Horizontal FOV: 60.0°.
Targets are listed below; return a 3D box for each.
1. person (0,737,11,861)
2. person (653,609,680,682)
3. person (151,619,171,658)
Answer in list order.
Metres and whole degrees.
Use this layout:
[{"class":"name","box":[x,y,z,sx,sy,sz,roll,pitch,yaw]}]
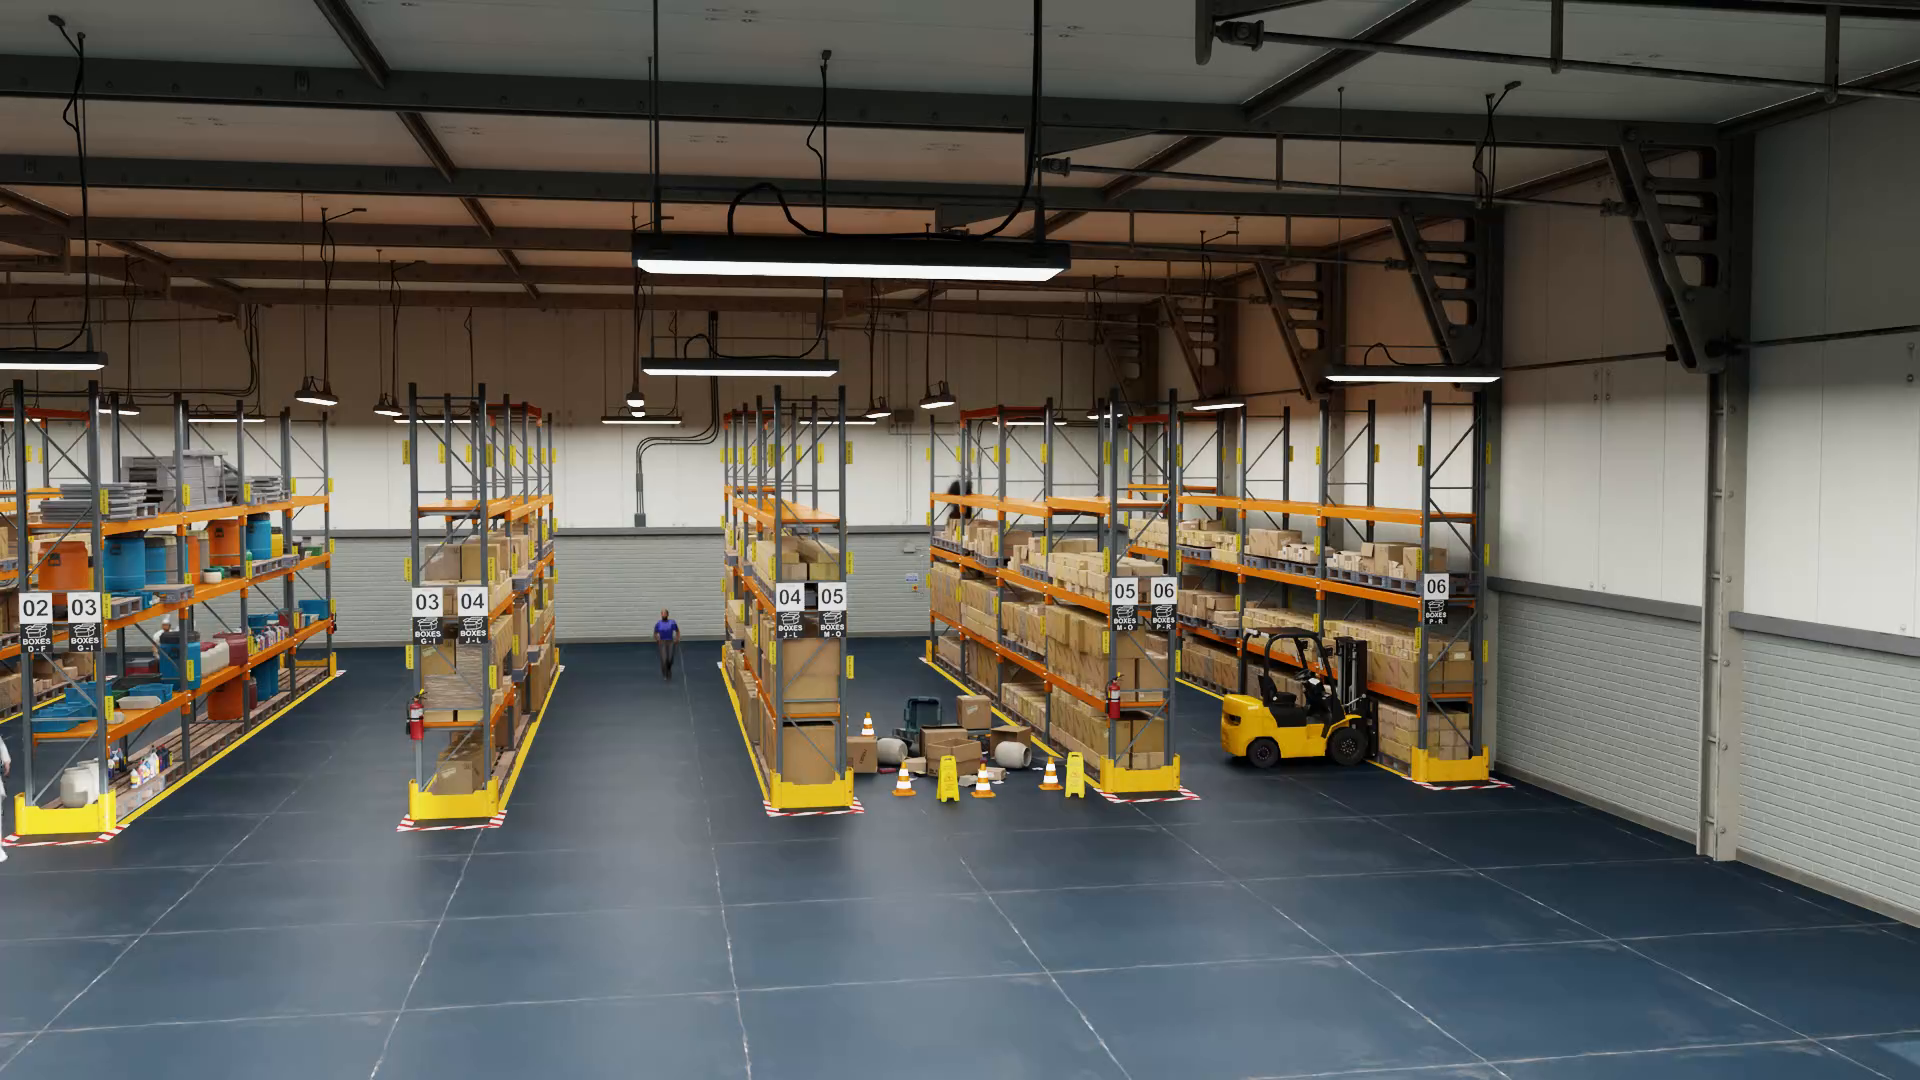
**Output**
[{"class":"person","box":[-12.228,3.059,20.795,0.732,1.790,1.042,-3,4,-44]},{"class":"person","box":[-6.497,2.338,36.780,0.574,1.619,0.497,0,3,-7]},{"class":"person","box":[-16.386,2.450,34.305,0.581,1.622,0.536,-1,3,-20]}]
